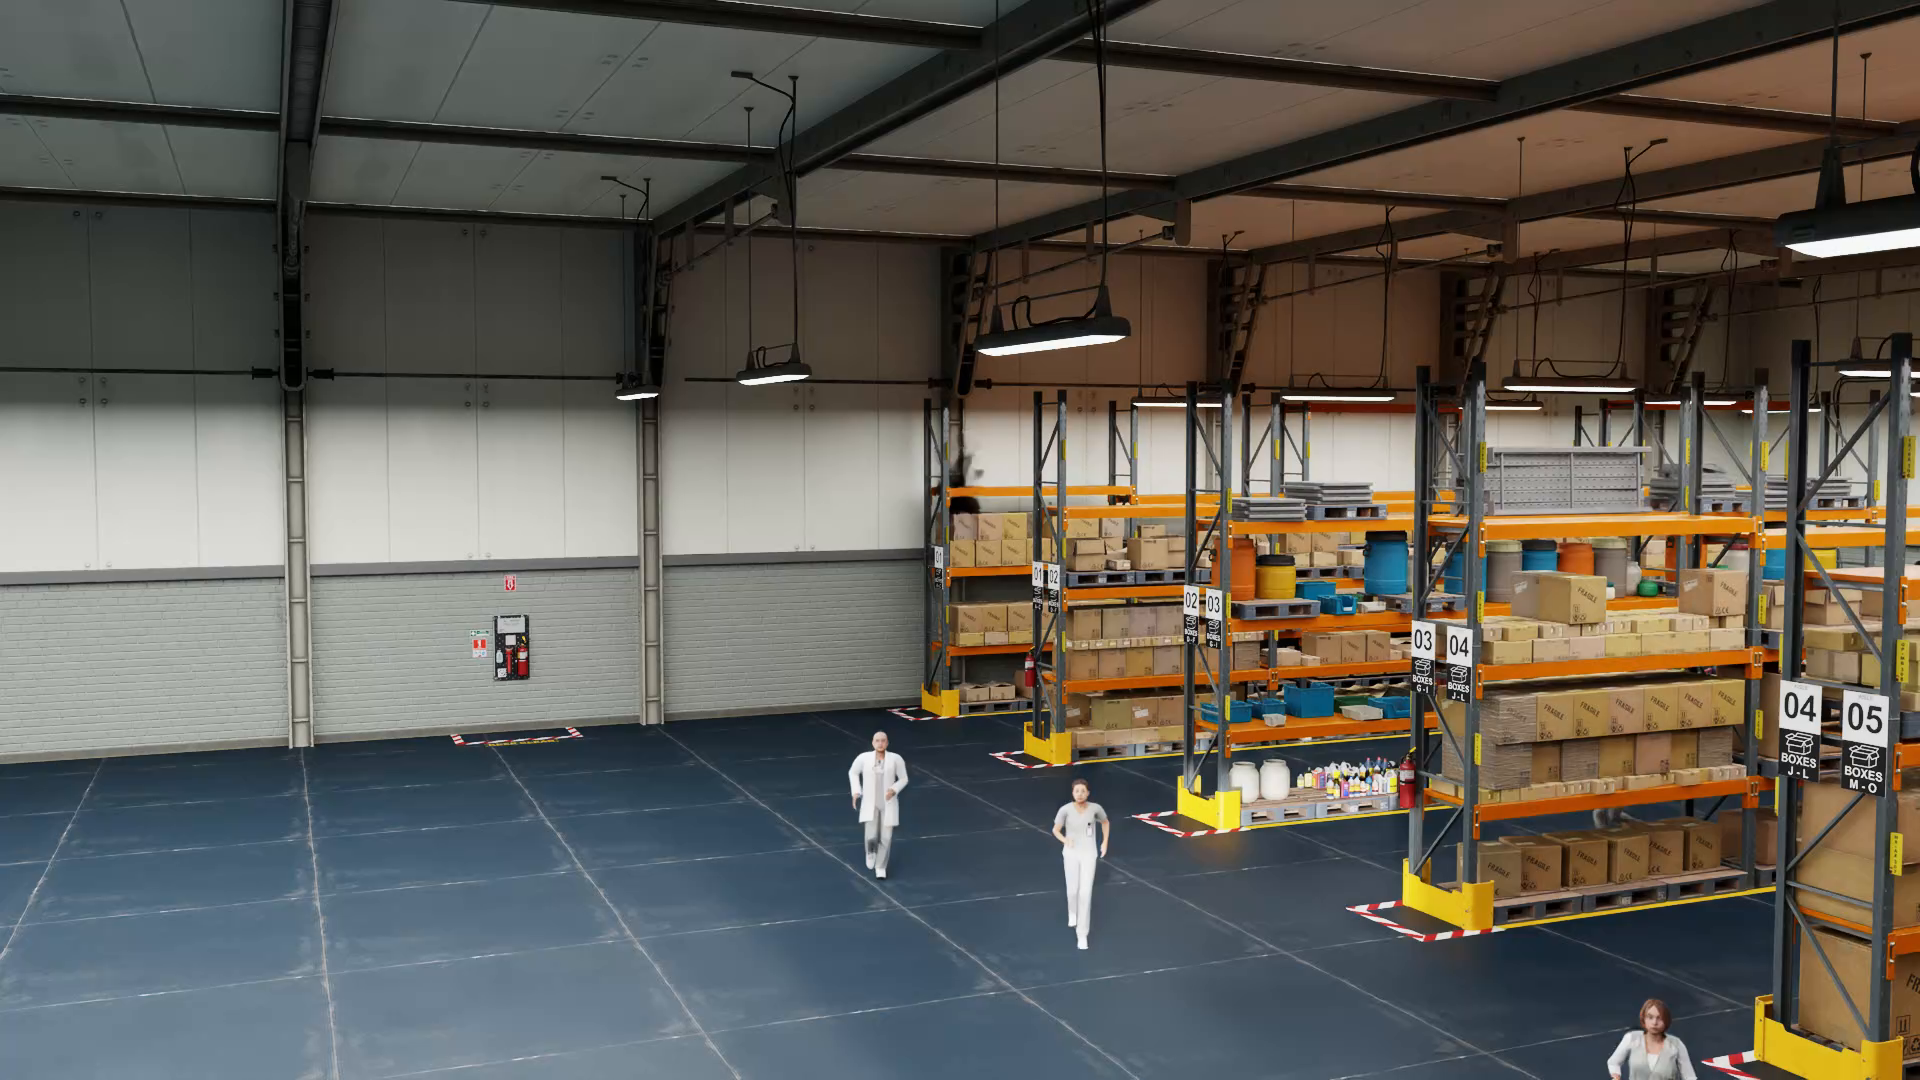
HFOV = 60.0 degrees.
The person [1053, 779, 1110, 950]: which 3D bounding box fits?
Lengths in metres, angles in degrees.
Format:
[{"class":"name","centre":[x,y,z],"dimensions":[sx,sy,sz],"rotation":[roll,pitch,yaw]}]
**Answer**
[{"class":"person","centre":[1.258,3.310,17.291],"dimensions":[0.587,1.688,0.848],"rotation":[0,3,5]}]

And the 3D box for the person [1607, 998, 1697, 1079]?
[{"class":"person","centre":[4.480,3.742,10.784],"dimensions":[0.548,1.565,0.767],"rotation":[1,4,23]}]

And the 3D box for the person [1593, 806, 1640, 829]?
[{"class":"person","centre":[8.254,3.055,20.987],"dimensions":[0.804,1.762,0.673],"rotation":[-1,4,-23]}]

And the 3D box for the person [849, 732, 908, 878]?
[{"class":"person","centre":[-0.958,3.138,19.668],"dimensions":[0.704,1.732,0.628],"rotation":[0,3,-3]}]
